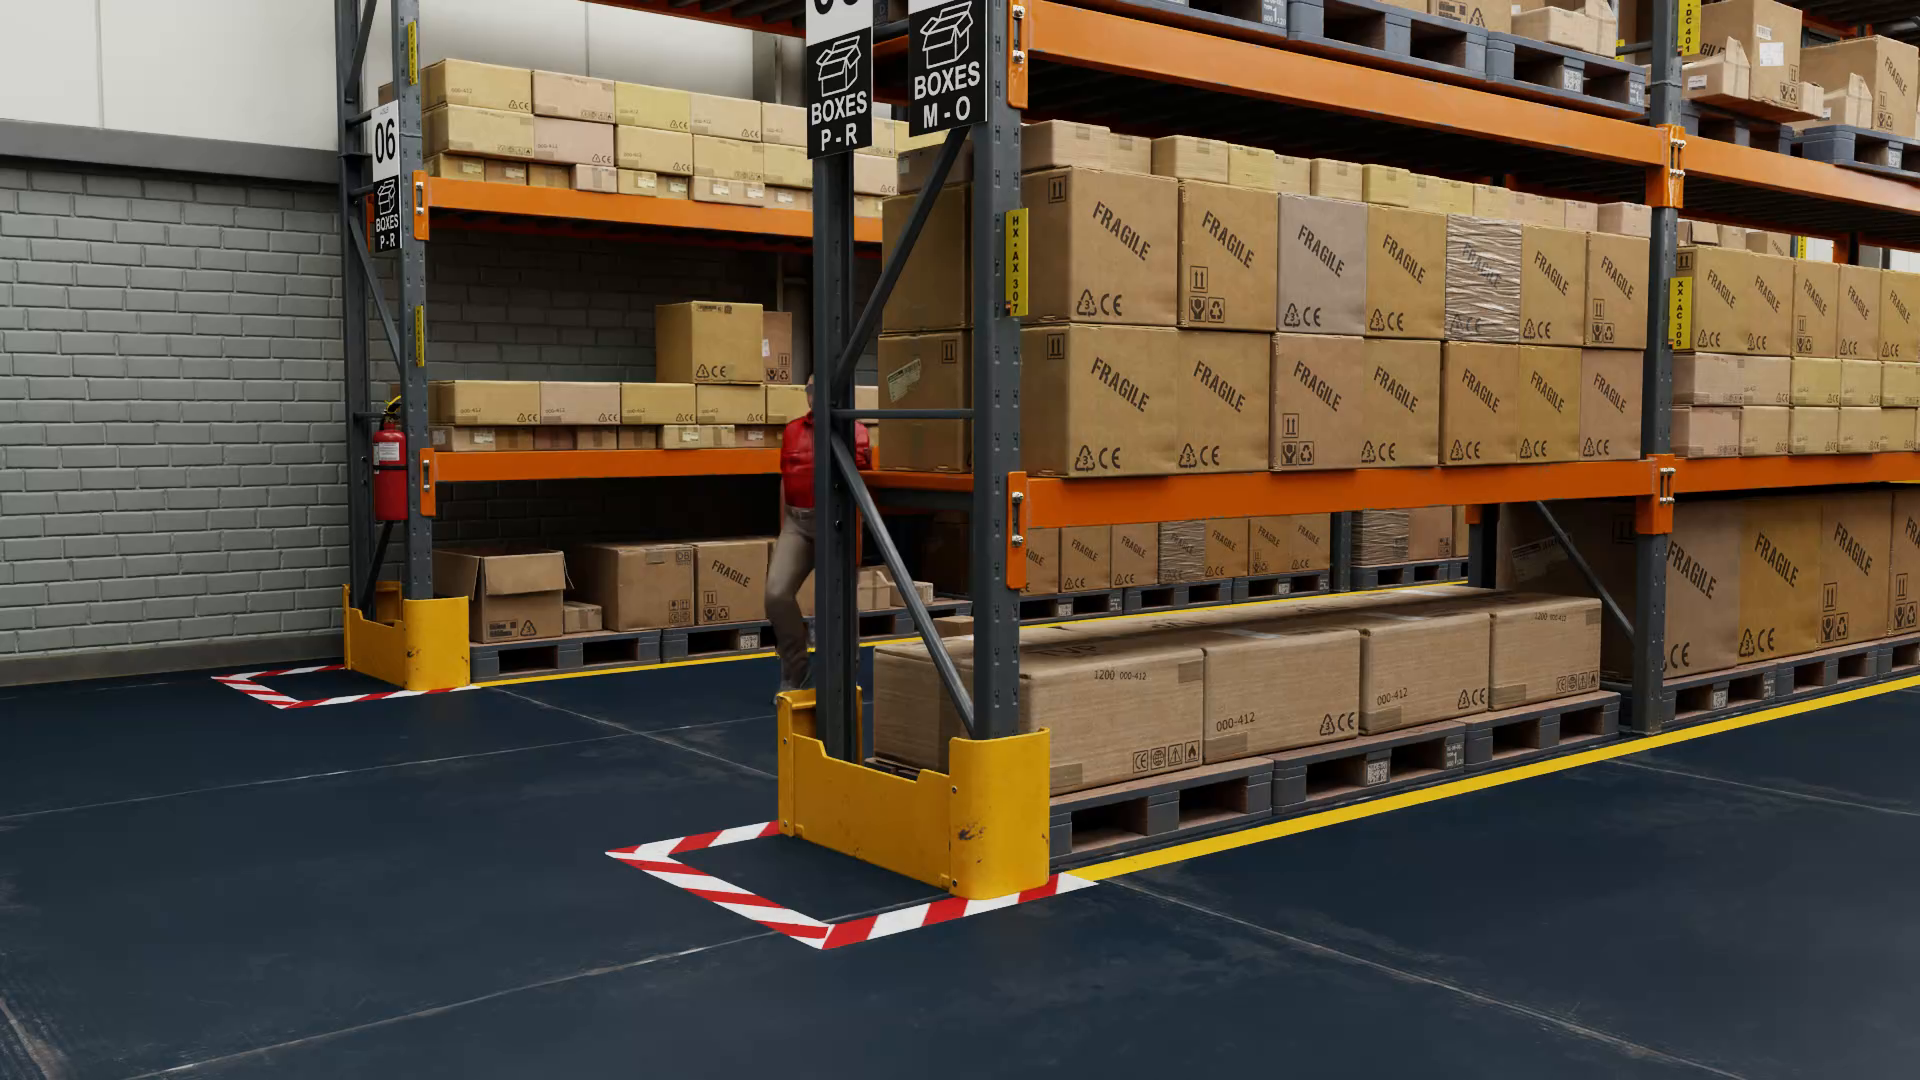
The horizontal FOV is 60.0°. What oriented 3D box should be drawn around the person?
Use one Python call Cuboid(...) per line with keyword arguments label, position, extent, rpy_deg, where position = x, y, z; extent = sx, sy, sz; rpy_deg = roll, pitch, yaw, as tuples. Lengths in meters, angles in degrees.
Cuboid(label="person", position=(-0.741, 0.005, 8.743), extent=(0.583, 1.800, 0.524), rpy_deg=(1, 4, 17))
